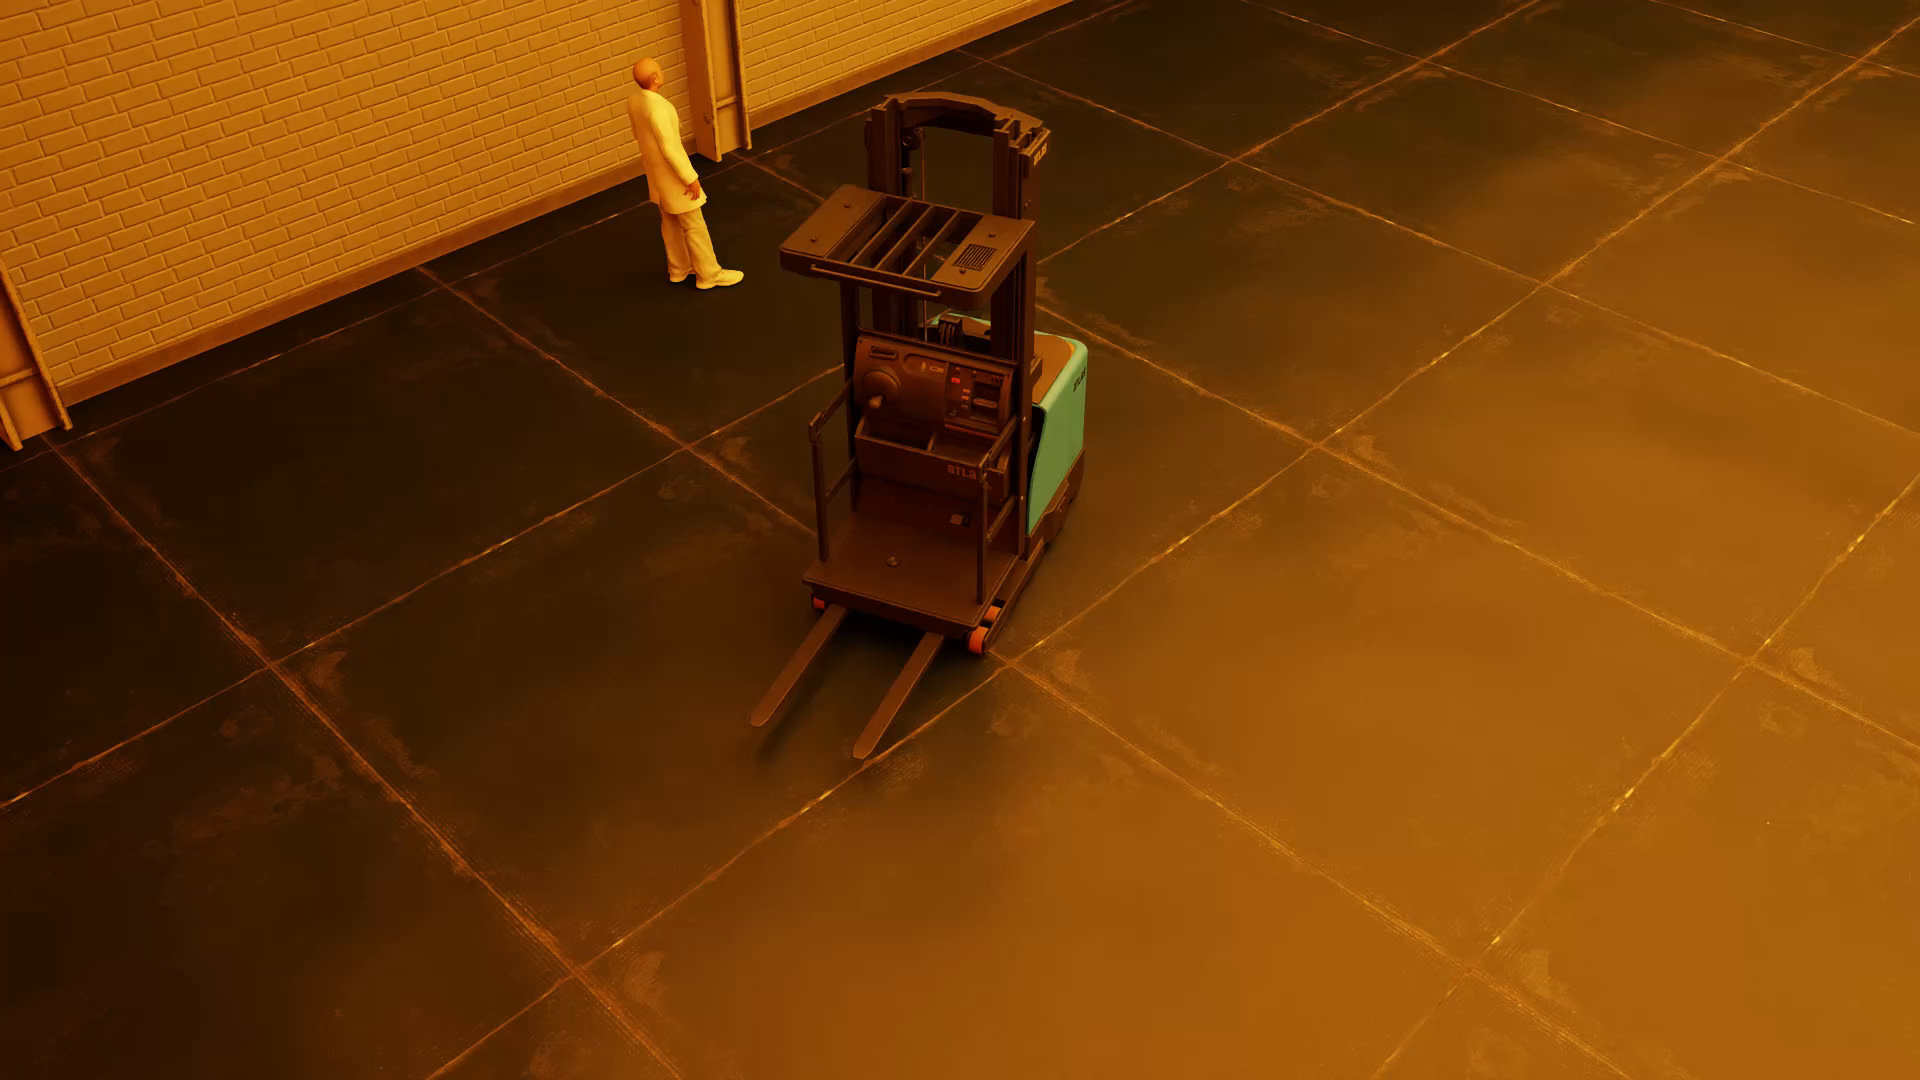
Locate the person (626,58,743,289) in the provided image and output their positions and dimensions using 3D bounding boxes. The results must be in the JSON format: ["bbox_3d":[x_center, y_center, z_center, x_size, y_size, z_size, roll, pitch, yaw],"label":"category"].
[{"bbox_3d":[-2.076,-2.752,12.378,0.581,1.777,0.698,-24,45,-26],"label":"person"}]

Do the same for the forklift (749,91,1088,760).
[{"bbox_3d":[-0.234,-0.782,9.057,1.130,2.935,3.031,15,41,17],"label":"forklift"}]
